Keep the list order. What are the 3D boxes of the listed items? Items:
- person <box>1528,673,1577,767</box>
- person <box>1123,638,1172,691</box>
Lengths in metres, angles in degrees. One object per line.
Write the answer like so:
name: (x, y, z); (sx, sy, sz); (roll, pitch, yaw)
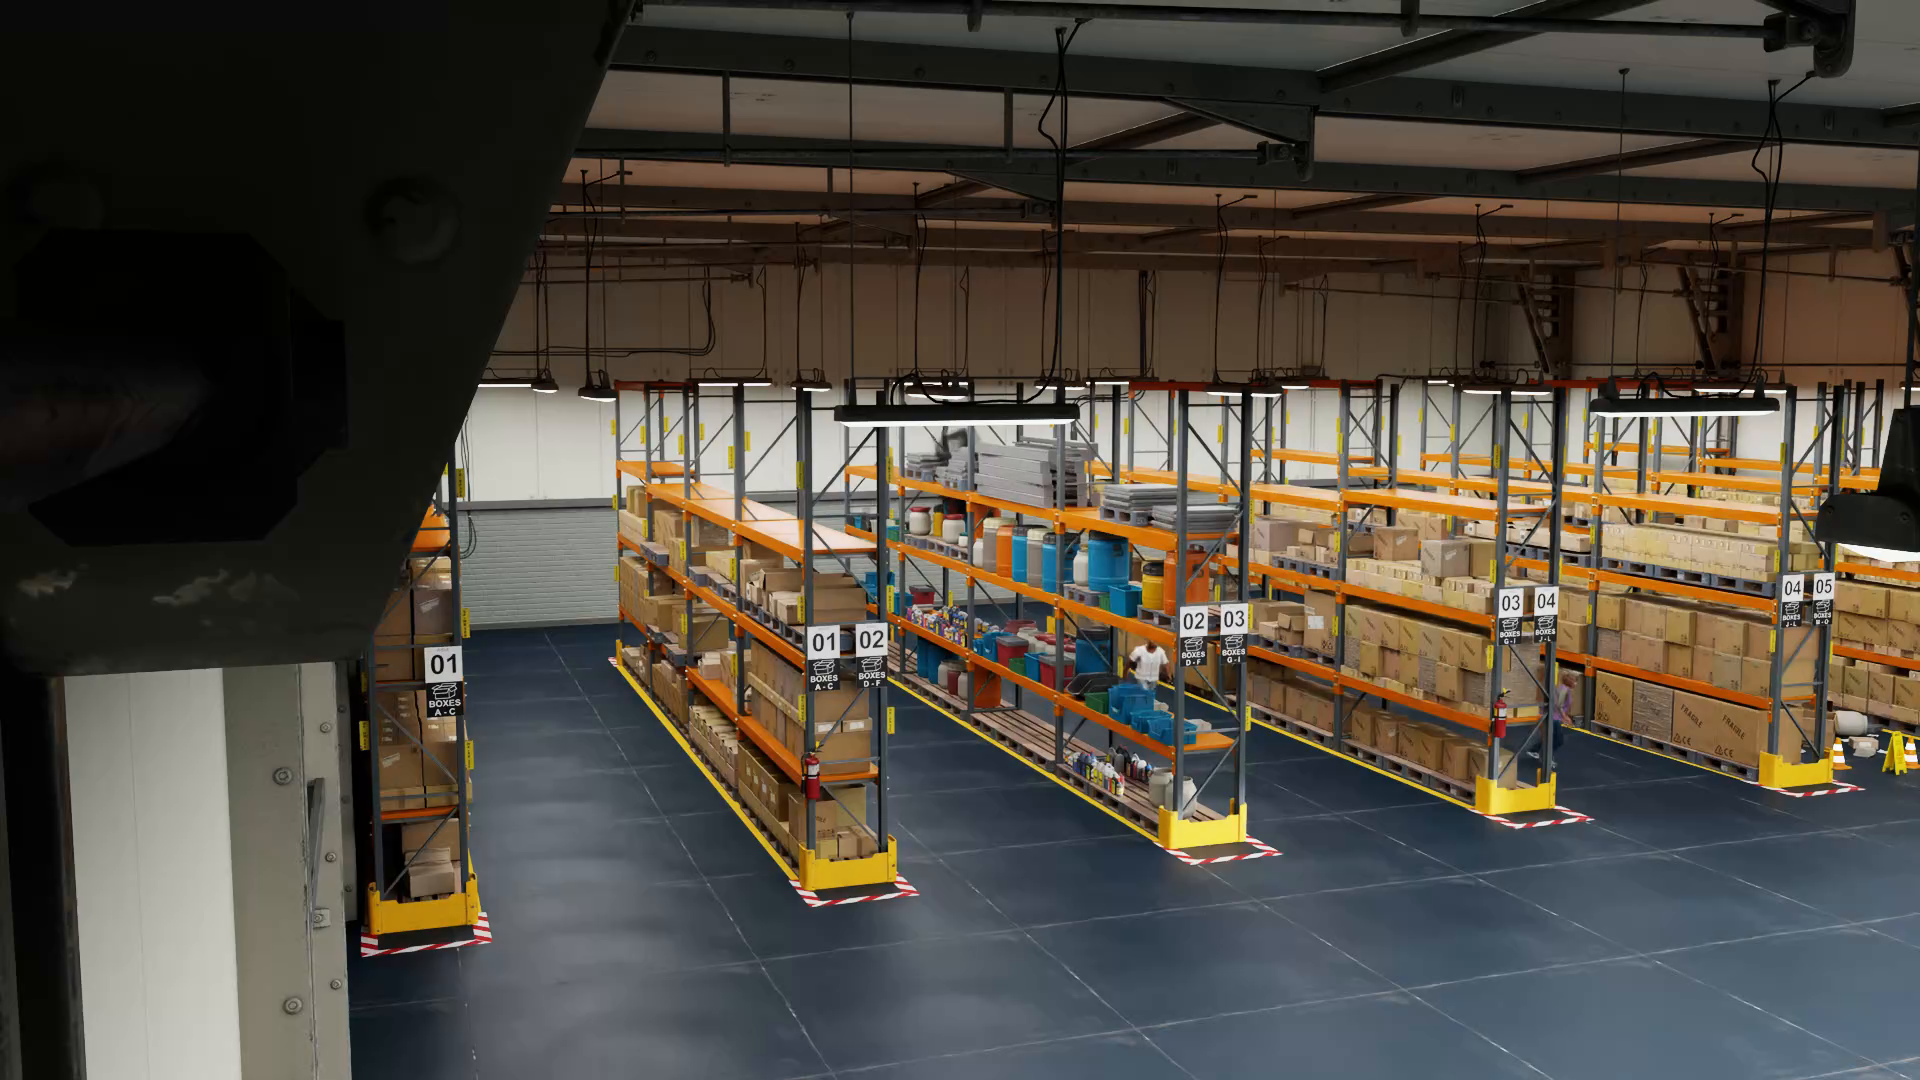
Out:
person: (9.312, 2.822, 26.145); (0.705, 1.526, 0.522); (3, 7, 23)
person: (3.283, 2.418, 28.797); (0.677, 1.705, 0.827); (-2, 6, -20)
